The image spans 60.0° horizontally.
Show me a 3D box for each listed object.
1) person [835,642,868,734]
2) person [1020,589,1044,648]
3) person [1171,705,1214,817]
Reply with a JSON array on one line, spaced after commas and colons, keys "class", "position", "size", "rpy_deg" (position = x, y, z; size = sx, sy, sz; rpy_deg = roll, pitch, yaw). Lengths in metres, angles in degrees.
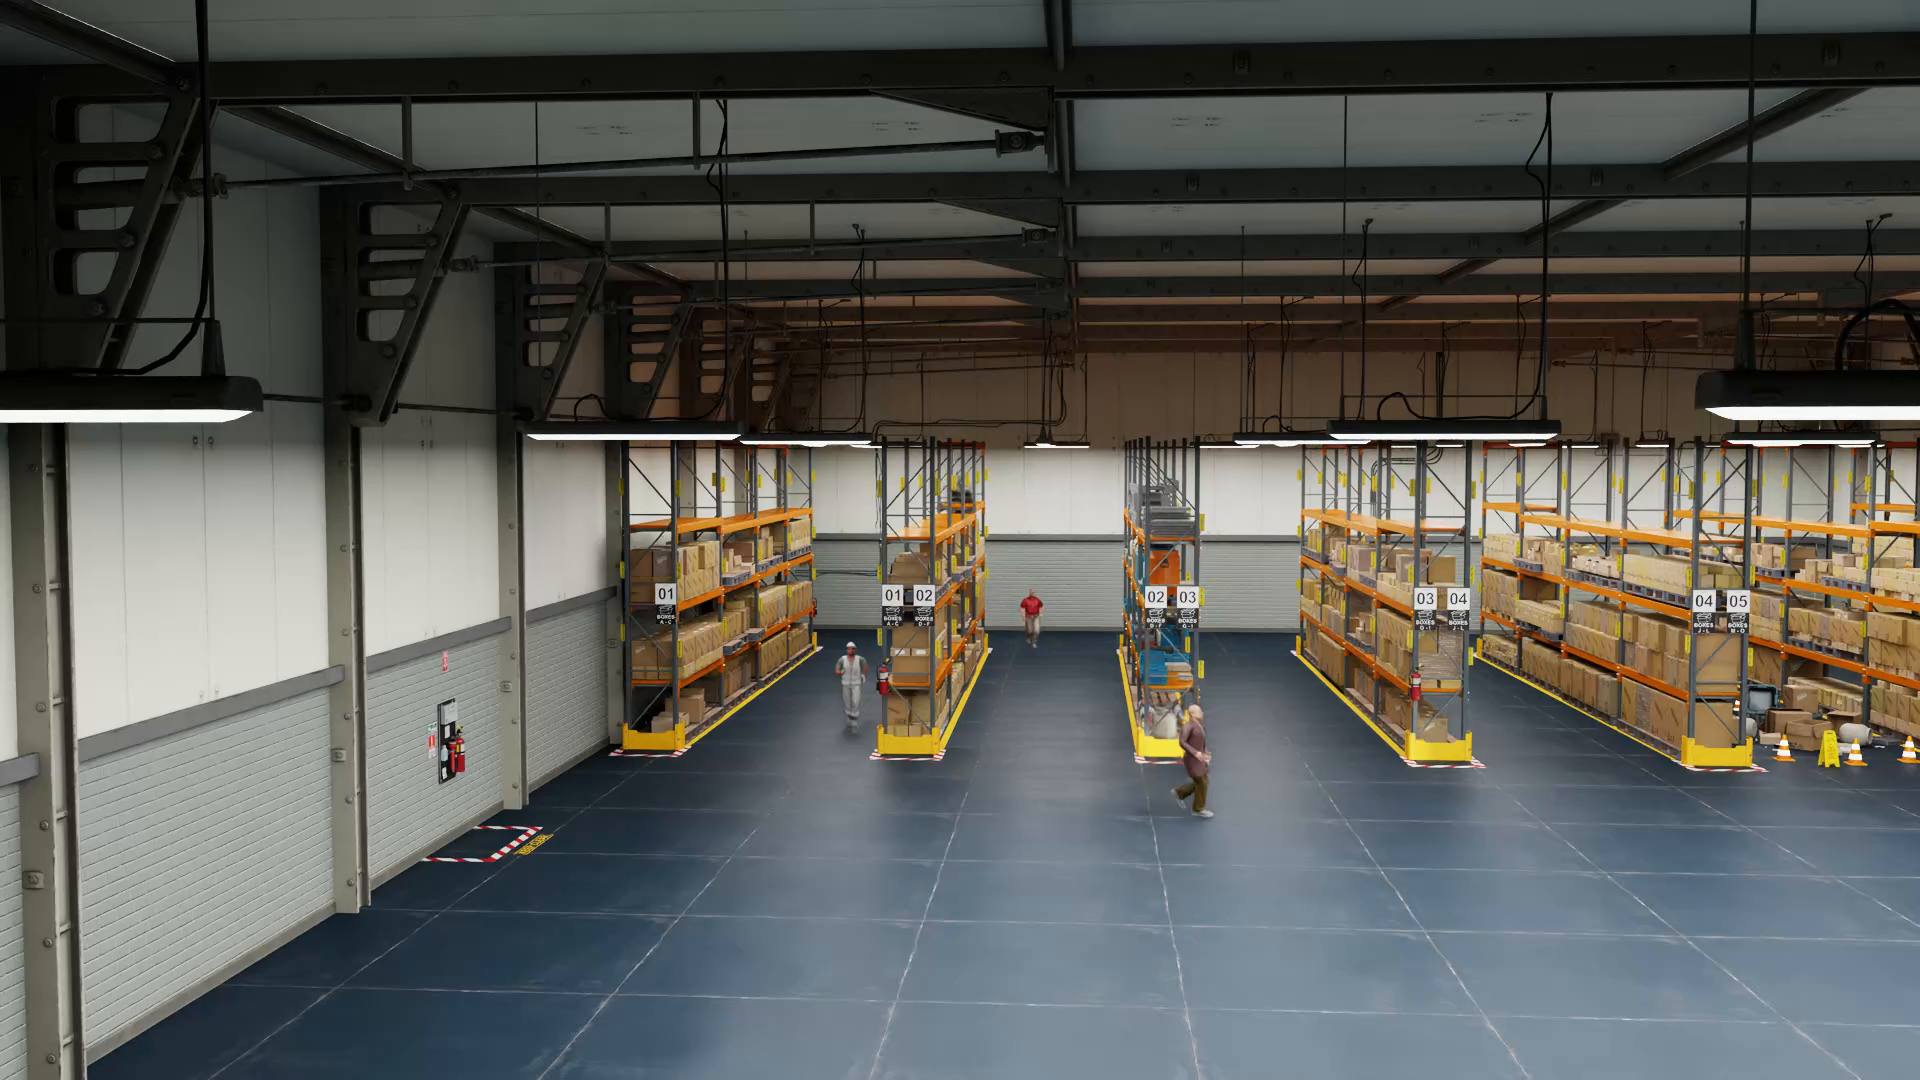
[{"class": "person", "position": [-2.223, 3.002, 33.952], "size": [0.638, 1.840, 0.774], "rpy_deg": [0, 3, 1]}, {"class": "person", "position": [2.004, 2.165, 46.117], "size": [0.680, 1.638, 0.642], "rpy_deg": [0, 3, -7]}, {"class": "person", "position": [3.629, 3.452, 26.062], "size": [0.734, 1.745, 0.723], "rpy_deg": [2, 3, 27]}]
